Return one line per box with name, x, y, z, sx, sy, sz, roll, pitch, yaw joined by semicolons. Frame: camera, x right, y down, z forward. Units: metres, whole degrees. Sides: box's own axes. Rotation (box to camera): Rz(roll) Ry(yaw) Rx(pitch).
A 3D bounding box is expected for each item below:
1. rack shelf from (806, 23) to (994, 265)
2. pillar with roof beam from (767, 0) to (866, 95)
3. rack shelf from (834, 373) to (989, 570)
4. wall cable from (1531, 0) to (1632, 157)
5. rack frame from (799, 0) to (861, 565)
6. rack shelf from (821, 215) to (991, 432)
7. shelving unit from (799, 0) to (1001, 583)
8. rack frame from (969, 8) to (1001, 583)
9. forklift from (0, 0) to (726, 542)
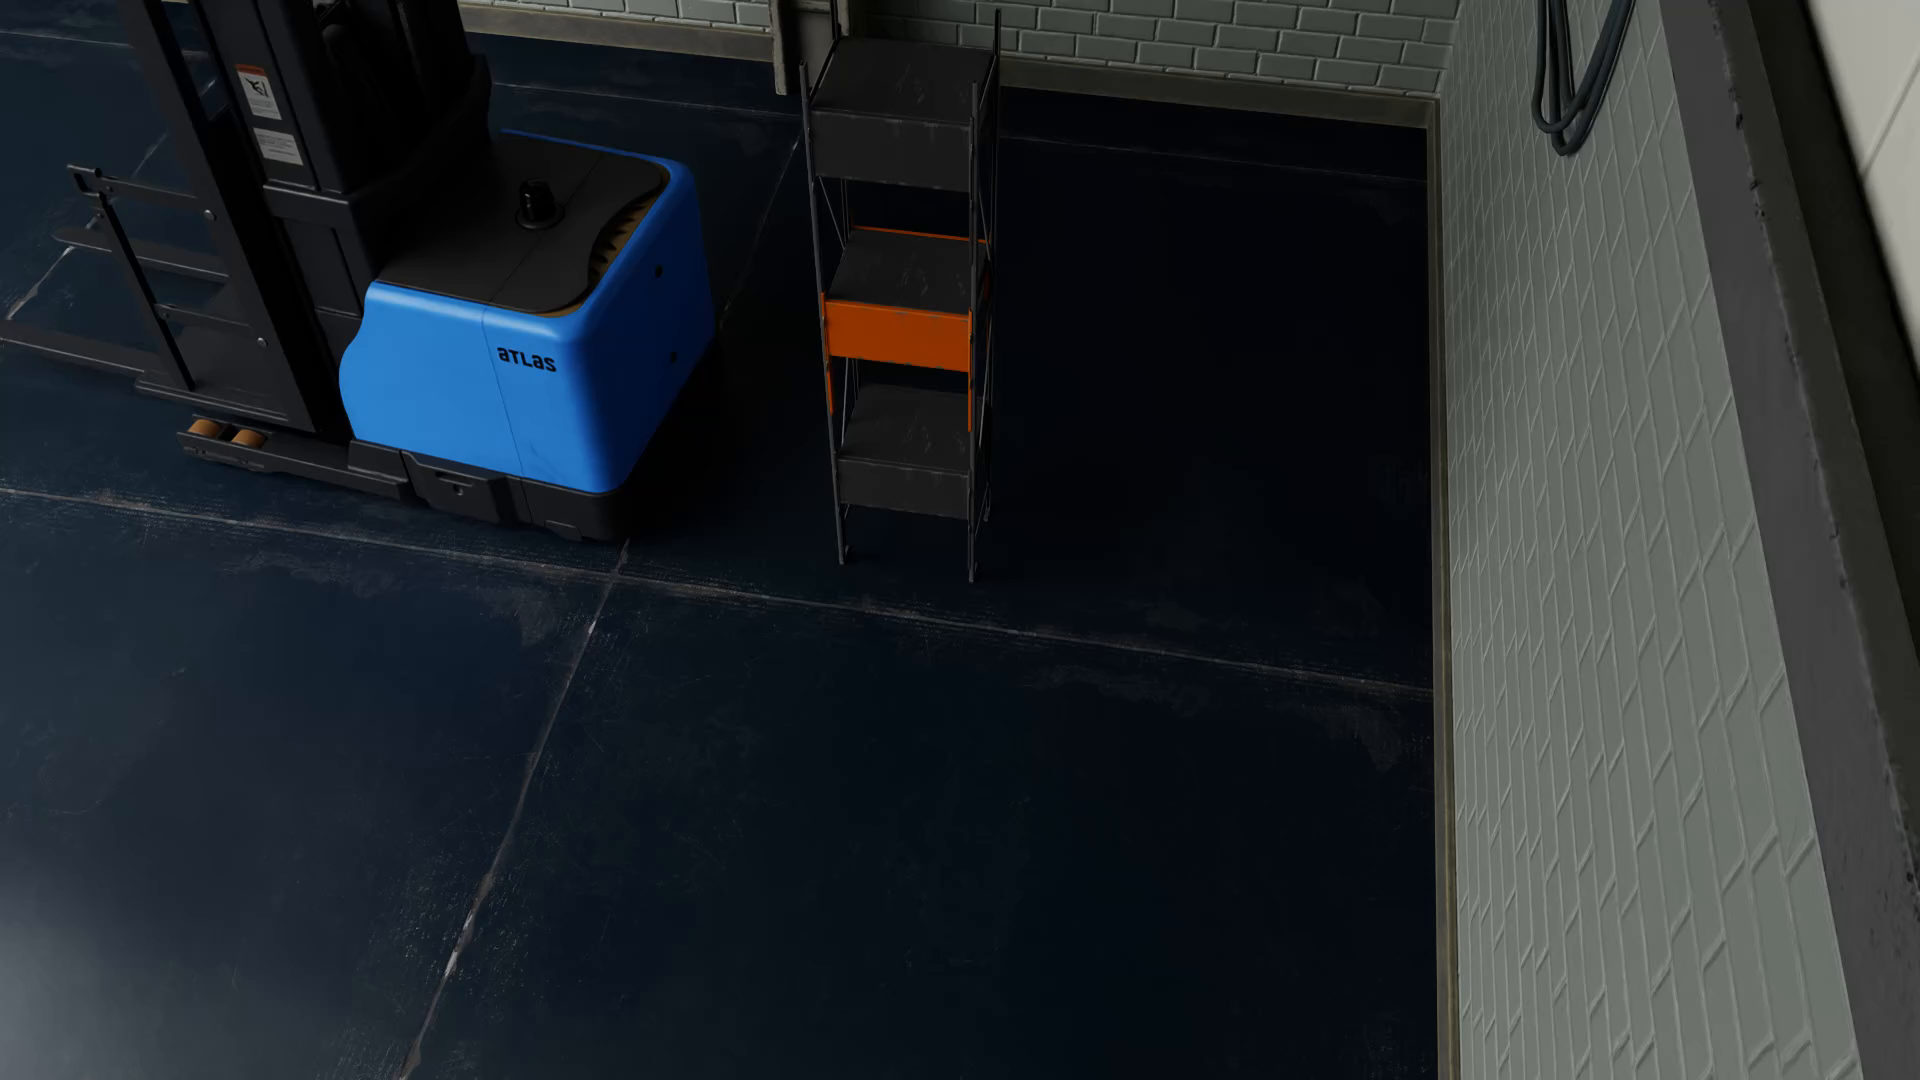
rack shelf;-0.163;-1.182;4.978;0.480;0.518;0.431;8;49;7
pillar with roof beam;-1.454;-2.152;2.134;0.400;9.000;9.100;8;49;7
rack shelf;-0.163;-0.247;6.019;0.480;0.518;0.431;8;49;7
wall cable;1.976;-2.907;4.900;0.112;2.526;3.097;8;49;7
rack frame;-0.403;-0.756;5.518;0.015;2.100;0.400;8;49;7
rack shelf;-0.163;-0.715;5.499;0.480;0.518;0.431;8;49;7
shelving unit;-0.163;-0.724;5.489;0.503;2.100;0.431;8;49;7
rack frame;0.077;-0.691;5.460;0.015;2.100;0.400;8;49;7
forklift;-2.526;-1.610;5.726;3.031;2.935;1.130;13;49;11
